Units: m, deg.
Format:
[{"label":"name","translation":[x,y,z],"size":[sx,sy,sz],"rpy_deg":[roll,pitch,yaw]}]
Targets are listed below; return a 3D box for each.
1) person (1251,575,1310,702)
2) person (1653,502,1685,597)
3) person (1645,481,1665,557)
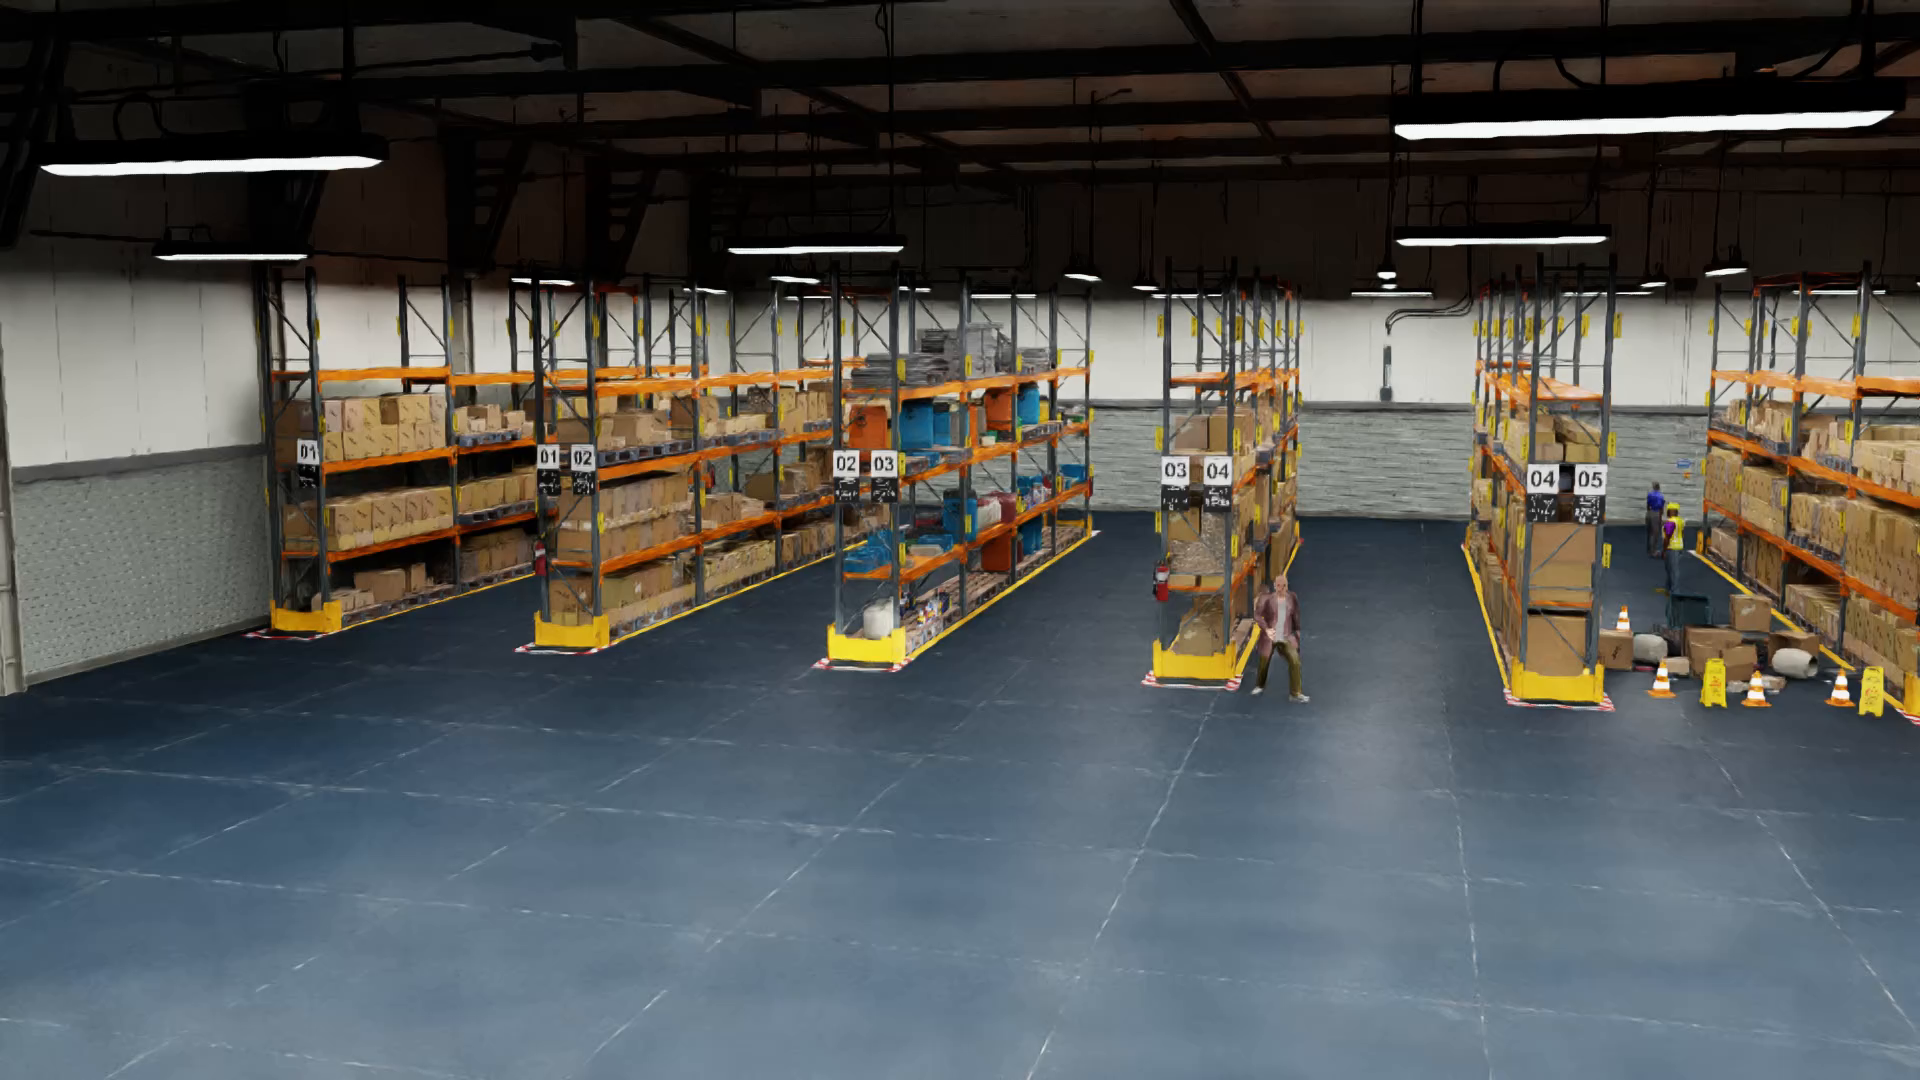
[{"label":"person","translation":[4.297,1.300,22.476],"size":[0.735,1.715,0.895],"rpy_deg":[0,7,-1]},{"label":"person","translation":[13.320,0.161,31.194],"size":[0.591,1.763,0.685],"rpy_deg":[6,9,39]},{"label":"person","translation":[15.366,-0.470,36.723],"size":[0.426,1.631,0.496],"rpy_deg":[-2,7,-13]}]
